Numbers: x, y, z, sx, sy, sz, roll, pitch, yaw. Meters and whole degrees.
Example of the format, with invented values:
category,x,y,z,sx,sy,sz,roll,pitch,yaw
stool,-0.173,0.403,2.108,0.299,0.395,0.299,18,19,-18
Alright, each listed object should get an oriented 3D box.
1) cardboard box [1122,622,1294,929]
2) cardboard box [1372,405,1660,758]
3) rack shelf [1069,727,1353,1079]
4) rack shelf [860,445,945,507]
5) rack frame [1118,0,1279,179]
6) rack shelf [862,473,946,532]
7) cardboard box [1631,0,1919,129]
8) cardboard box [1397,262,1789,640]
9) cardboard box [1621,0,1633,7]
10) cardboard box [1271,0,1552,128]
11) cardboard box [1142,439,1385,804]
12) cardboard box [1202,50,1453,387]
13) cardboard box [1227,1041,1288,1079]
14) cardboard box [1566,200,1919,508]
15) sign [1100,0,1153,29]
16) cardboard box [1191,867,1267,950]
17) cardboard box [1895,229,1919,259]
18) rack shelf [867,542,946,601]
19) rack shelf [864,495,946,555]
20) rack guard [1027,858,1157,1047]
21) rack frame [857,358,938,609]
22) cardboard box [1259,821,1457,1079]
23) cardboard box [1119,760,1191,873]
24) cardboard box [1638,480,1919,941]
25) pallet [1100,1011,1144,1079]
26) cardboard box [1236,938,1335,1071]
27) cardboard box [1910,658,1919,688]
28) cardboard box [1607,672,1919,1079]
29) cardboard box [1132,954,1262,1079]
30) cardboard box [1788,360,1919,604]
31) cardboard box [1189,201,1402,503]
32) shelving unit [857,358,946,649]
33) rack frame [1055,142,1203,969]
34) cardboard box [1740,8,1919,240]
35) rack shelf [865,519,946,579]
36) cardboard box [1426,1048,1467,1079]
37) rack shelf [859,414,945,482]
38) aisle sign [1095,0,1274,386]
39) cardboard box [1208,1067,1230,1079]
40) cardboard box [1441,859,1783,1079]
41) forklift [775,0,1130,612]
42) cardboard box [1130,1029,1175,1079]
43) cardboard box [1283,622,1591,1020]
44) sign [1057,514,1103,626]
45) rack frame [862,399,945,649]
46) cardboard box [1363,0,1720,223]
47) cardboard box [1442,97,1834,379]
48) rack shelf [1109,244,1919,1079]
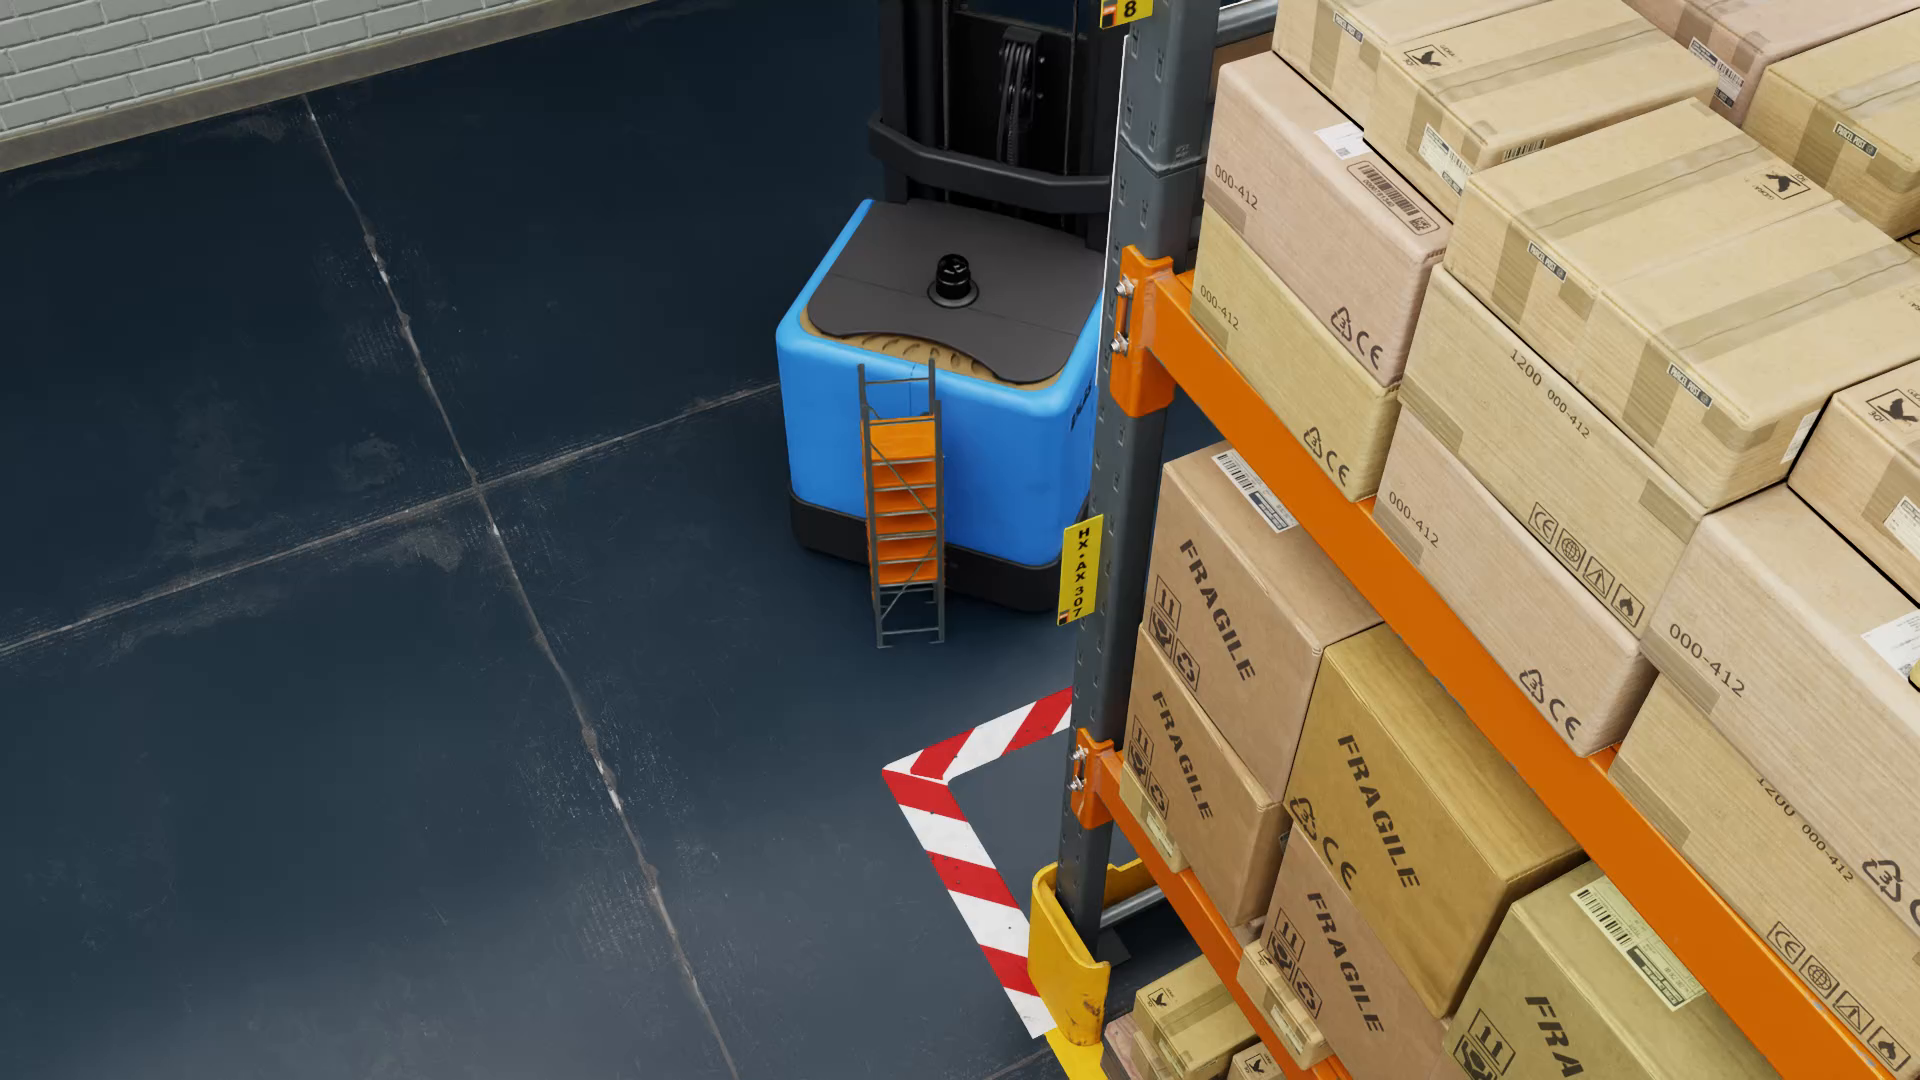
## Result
category,x,y,z,sx,sy,sz,roll,pitch,yaw
cardboard box,0.706,0.431,3.616,0.500,0.500,0.500,-19,51,-16
cardboard box,0.962,-0.030,2.390,0.500,0.250,0.500,-20,52,-16
rack shelf,1.661,1.742,3.212,1.077,0.370,4.000,-21,52,-18
rack shelf,-0.186,-0.217,5.382,0.258,0.103,0.180,-5,49,-4
rack frame,0.746,-1.809,1.854,1.000,3.000,0.127,-21,52,-18
rack shelf,-0.186,-0.138,5.472,0.258,0.103,0.180,-5,49,-4
cardboard box,1.204,-0.755,2.428,0.380,0.149,0.250,-20,52,-17
cardboard box,0.956,-0.204,2.211,0.500,0.250,0.500,-22,52,-18
cardboard box,1.160,-0.947,2.595,0.380,0.149,0.250,-22,52,-18
cardboard box,0.692,-0.773,2.443,0.380,0.149,0.250,-22,52,-18
cardboard box,0.716,0.098,3.243,0.500,0.500,0.500,-21,52,-18
cardboard box,0.721,-0.547,2.510,0.500,0.250,0.500,-20,52,-17
cardboard box,0.917,1.381,4.269,0.380,0.149,0.250,-20,52,-17
cardboard box,0.963,-0.226,1.965,0.380,0.149,0.250,-21,52,-17
sign,0.264,-0.922,2.490,0.100,0.325,0.005,-21,52,-18
cardboard box,0.756,0.735,3.782,0.380,0.149,0.250,-19,52,-16
cardboard box,1.418,-0.374,2.359,0.500,0.250,0.500,-22,53,-18
rack shelf,-0.185,0.099,5.743,0.258,0.103,0.180,-5,49,-4
rack shelf,-0.185,-0.059,5.563,0.258,0.103,0.180,-5,49,-4
rack guard,0.781,1.040,5.008,1.175,0.500,0.348,-21,52,-18
rack frame,-0.196,-0.157,5.589,0.240,1.200,0.006,-5,49,-4
cardboard box,0.974,0.780,3.311,0.500,0.500,0.500,-21,52,-17
cardboard box,0.603,0.579,3.918,0.380,0.149,0.250,-22,52,-18
cardboard box,1.176,0.138,1.911,0.500,0.250,0.500,-21,52,-17
pallet,1.121,1.691,4.631,1.003,0.211,1.213,-21,52,-18
cardboard box,0.832,0.933,3.608,0.380,0.149,0.250,-23,53,-19
cardboard box,1.211,0.119,1.663,0.380,0.149,0.250,-20,52,-16
cardboard box,1.209,0.311,2.092,0.500,0.250,0.500,-23,53,-19
cardboard box,0.684,1.238,4.394,0.380,0.149,0.250,-23,53,-19
cardboard box,1.174,-0.090,1.846,0.380,0.149,0.250,-20,52,-17
cardboard box,0.724,-0.384,2.699,0.500,0.250,0.500,-19,52,-16
shelving unit,-0.186,-0.088,5.529,0.258,1.200,0.189,-5,49,-4
rack frame,0.746,0.166,4.112,1.000,3.000,0.127,-21,52,-18
cardboard box,1.304,-0.576,2.271,0.380,0.149,0.250,-23,53,-19
rack shelf,-0.185,0.020,5.653,0.258,0.103,0.180,-5,49,-4
cardboard box,1.187,1.113,3.020,0.500,0.500,0.500,-21,52,-17
rack shelf,-0.186,-0.296,5.291,0.258,0.103,0.180,-5,49,-4
aisle sign,0.446,-0.635,3.086,0.394,0.787,0.004,-21,52,-18
cardboard box,0.758,1.308,4.531,0.380,0.149,0.250,-19,52,-16
cardboard box,1.170,0.789,2.638,0.500,0.500,0.500,-22,52,-18
forklift,0.375,-1.842,5.914,1.130,2.935,3.031,16,51,14
cardboard box,0.701,1.427,4.624,0.380,0.149,0.250,-20,52,-17
cardboard box,0.952,0.434,2.950,0.500,0.500,0.500,-20,52,-16
sign,0.264,0.068,3.623,0.100,0.325,0.005,-21,52,-18
rack frame,-0.175,-0.020,5.469,0.240,1.200,0.006,-5,49,-4
cardboard box,0.793,-0.596,2.288,0.380,0.149,0.250,-19,52,-16
cardboard box,0.852,-0.389,2.107,0.380,0.149,0.250,-21,52,-18
rack shelf,1.661,0.754,2.083,1.077,0.370,4.000,-21,52,-18
